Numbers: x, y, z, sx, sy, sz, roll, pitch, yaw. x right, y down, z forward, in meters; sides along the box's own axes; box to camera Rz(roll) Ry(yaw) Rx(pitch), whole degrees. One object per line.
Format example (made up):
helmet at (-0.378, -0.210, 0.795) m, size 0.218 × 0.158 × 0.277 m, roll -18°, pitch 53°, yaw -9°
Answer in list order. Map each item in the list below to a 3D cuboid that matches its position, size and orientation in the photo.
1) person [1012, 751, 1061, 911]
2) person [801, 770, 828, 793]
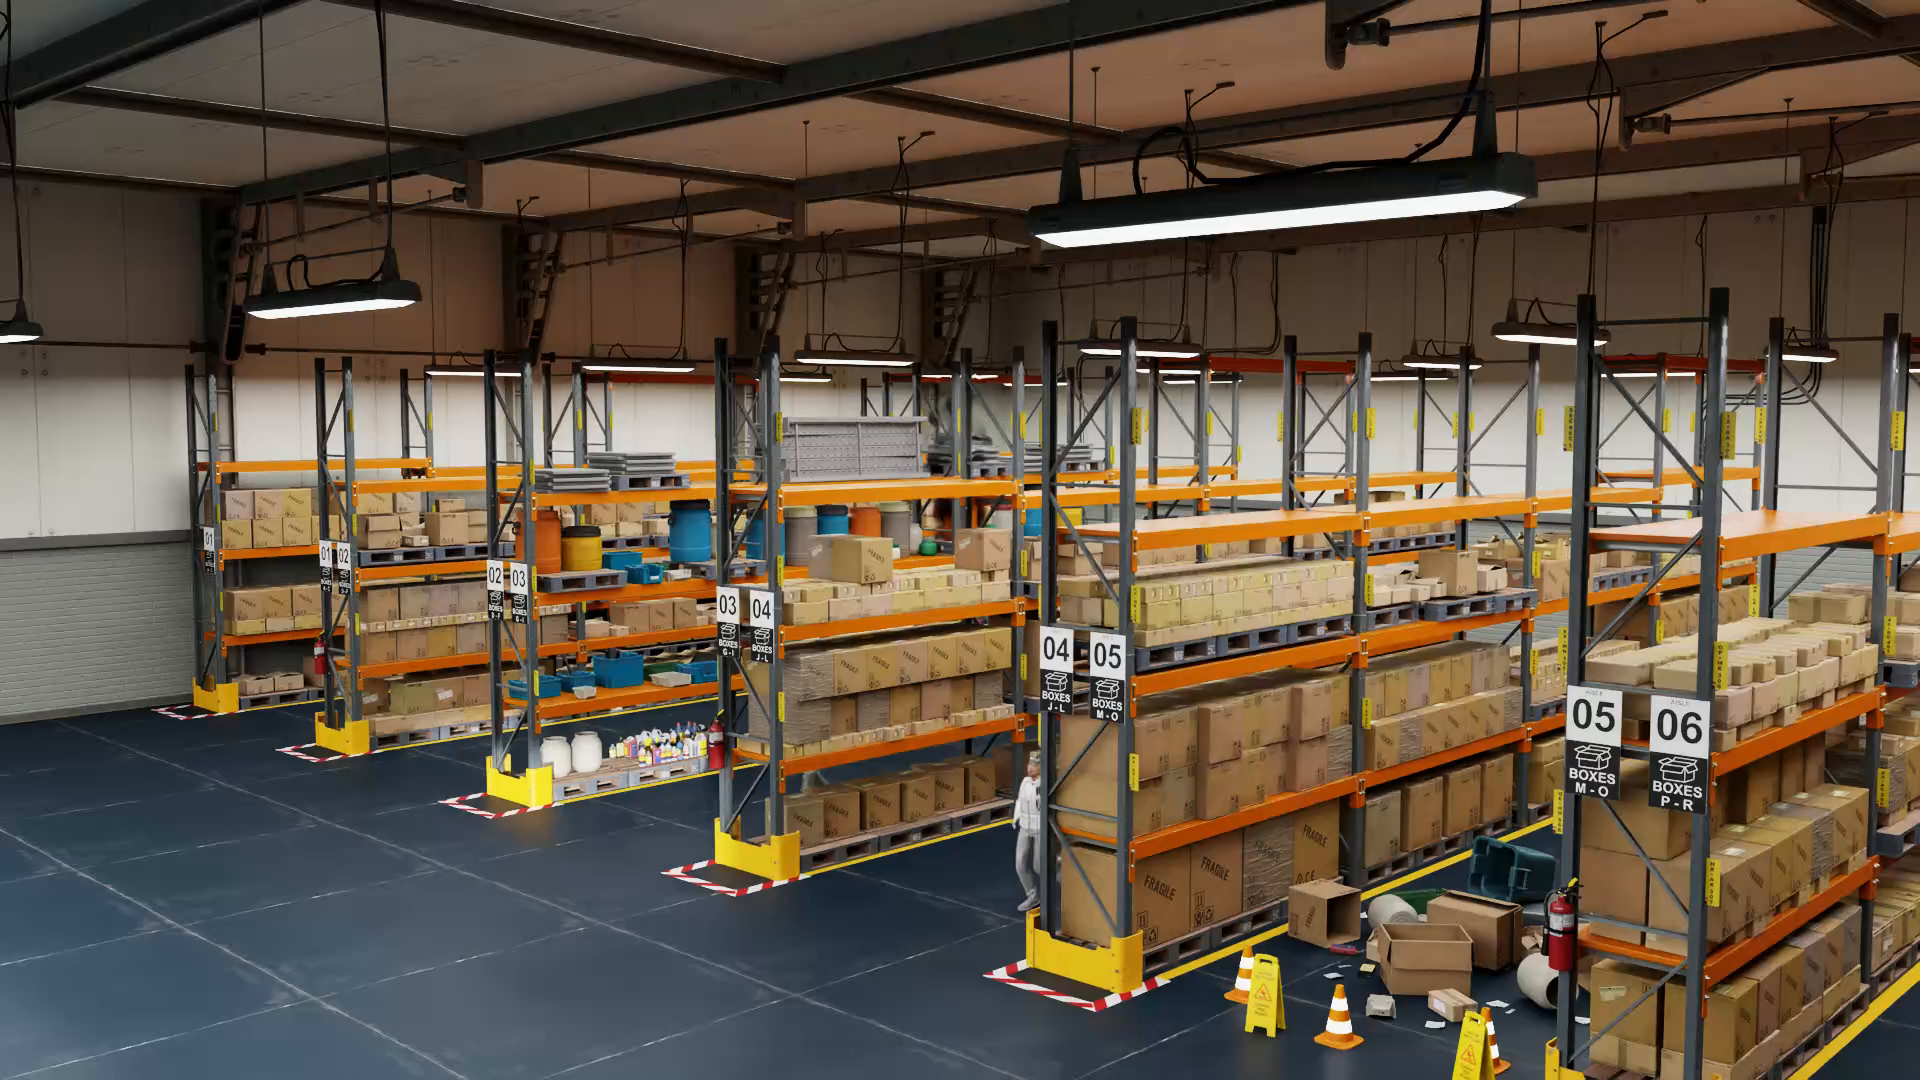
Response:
person at (0.826, 3.022, 17.439) m, size 0.639 × 1.650 × 0.585 m, roll 3°, pitch 6°, yaw 37°
person at (-1.903, 2.673, 21.292) m, size 0.559 × 1.686 × 0.884 m, roll 3°, pitch 5°, yaw 34°
